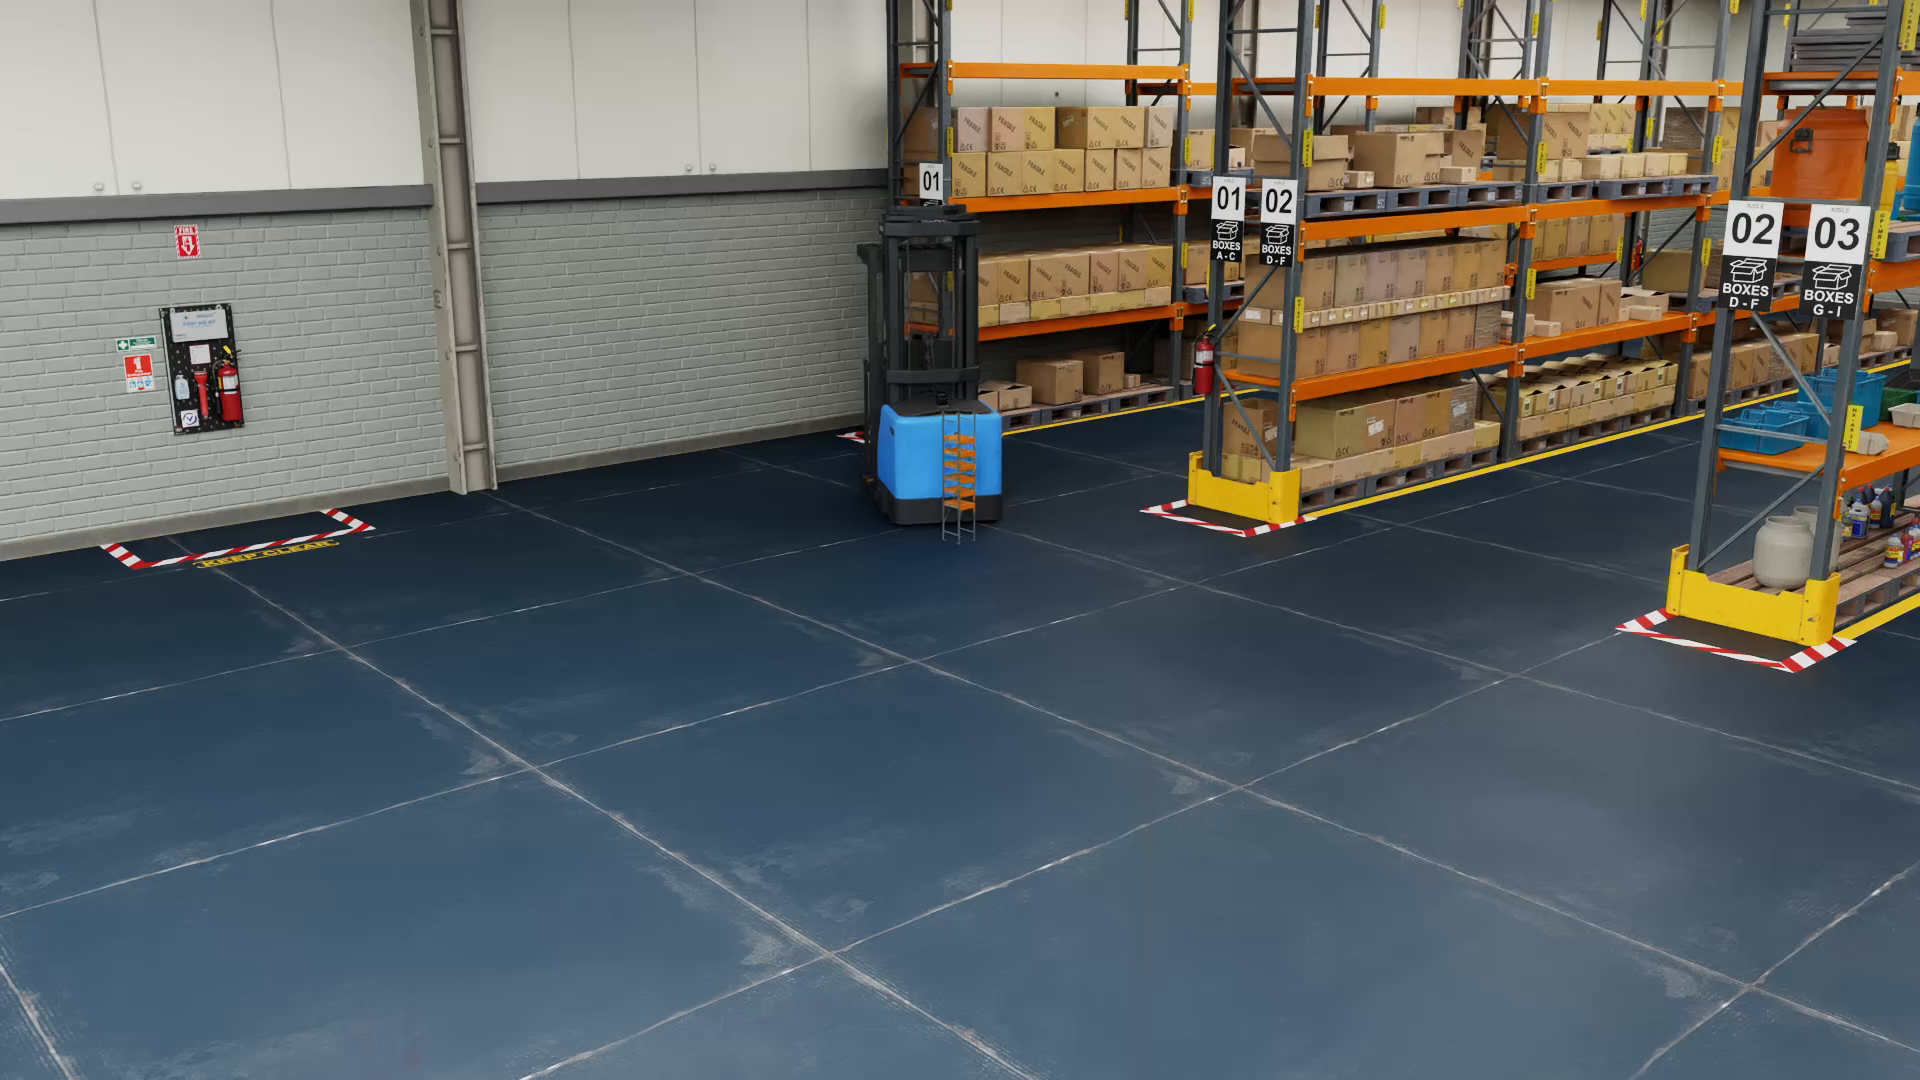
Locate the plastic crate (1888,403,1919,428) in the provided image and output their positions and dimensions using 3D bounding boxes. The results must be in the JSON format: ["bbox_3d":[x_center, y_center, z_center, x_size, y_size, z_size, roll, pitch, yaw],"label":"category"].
[{"bbox_3d":[7.991,-1.002,13.698,0.437,0.136,0.530,-13,19,-39],"label":"plastic crate"}]

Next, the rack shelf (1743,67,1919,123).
[{"bbox_3d":[7.541,-3.472,12.980,4.000,0.370,1.077,-13,19,-39],"label":"rack shelf"}]

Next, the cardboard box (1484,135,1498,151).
[{"bbox_3d":[8.944,-6.527,27.343,0.500,0.250,0.500,-12,19,-39],"label":"cardboard box"}]

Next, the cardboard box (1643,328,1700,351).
[{"bbox_3d":[9.410,-2.678,22.000,0.500,0.250,0.500,-12,19,-37],"label":"cardboard box"}]

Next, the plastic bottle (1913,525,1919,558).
[{"bbox_3d":[7.939,0.008,13.841,0.097,0.271,0.097,0,15,0],"label":"plastic bottle"}]

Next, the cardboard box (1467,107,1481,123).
[{"bbox_3d":[7.832,-6.686,26.157,0.500,0.250,0.500,-11,18,-35],"label":"cardboard box"}]

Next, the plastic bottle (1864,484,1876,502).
[{"bbox_3d":[8.169,-0.330,14.954,0.185,0.351,0.144,-12,19,-38],"label":"plastic bottle"}]

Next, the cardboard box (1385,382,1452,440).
[{"bbox_3d":[4.835,-1.366,17.613,0.500,0.500,0.500,-13,19,-39],"label":"cardboard box"}]

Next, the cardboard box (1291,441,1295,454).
[{"bbox_3d":[3.363,-0.851,17.136,0.500,0.250,0.500,-13,19,-39],"label":"cardboard box"}]

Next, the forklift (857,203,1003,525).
[{"bbox_3d":[-0.414,-1.894,16.661,1.130,2.935,3.031,-3,15,-12],"label":"forklift"}]

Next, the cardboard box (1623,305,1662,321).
[{"bbox_3d":[8.322,-2.768,20.289,0.250,0.149,0.380,-13,19,-39],"label":"cardboard box"}]

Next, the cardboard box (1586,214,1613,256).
[{"bbox_3d":[10.679,-5.346,28.871,0.700,0.700,0.980,-13,20,-40],"label":"cardboard box"}]

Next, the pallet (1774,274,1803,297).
[{"bbox_3d":[11.162,-3.567,23.162,1.213,0.211,1.003,-13,19,-39],"label":"pallet"}]

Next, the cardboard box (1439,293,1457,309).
[{"bbox_3d":[4.968,-2.520,17.422,0.250,0.149,0.380,-13,20,-40],"label":"cardboard box"}]

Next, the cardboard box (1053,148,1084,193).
[{"bbox_3d":[1.153,-4.487,20.192,0.500,0.500,0.500,-11,19,-36],"label":"cardboard box"}]

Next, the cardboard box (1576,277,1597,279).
[{"bbox_3d":[10.967,-4.485,29.001,0.250,0.149,0.380,-12,19,-38],"label":"cardboard box"}]

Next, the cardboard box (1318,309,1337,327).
[{"bbox_3d":[3.418,-2.172,16.119,0.250,0.149,0.380,-13,20,-41],"label":"cardboard box"}]

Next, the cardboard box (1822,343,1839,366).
[{"bbox_3d":[12.295,-2.716,23.963,0.500,0.311,0.500,-13,19,-39],"label":"cardboard box"}]

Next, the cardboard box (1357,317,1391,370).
[{"bbox_3d":[3.916,-2.039,16.875,0.500,0.500,0.700,-12,19,-39],"label":"cardboard box"}]

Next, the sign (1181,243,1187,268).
[{"bbox_3d":[2.908,-3.696,21.597,0.005,0.325,0.100,-13,19,-39],"label":"sign"}]

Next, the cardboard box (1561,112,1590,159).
[{"bbox_3d":[6.707,-4.558,18.713,0.500,0.500,0.500,-10,18,-34],"label":"cardboard box"}]

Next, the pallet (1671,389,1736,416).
[{"bbox_3d":[9.407,-1.868,21.834,1.213,0.211,1.003,-13,19,-39],"label":"pallet"}]

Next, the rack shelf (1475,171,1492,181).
[{"bbox_3d":[7.073,-5.500,25.610,4.000,0.370,1.077,-13,19,-39],"label":"rack shelf"}]

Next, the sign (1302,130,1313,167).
[{"bbox_3d":[3.143,-3.541,15.036,0.005,0.325,0.100,-13,19,-39],"label":"sign"}]

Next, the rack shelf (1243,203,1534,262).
[{"bbox_3d":[4.292,-3.181,16.928,4.000,0.370,1.077,-13,19,-39],"label":"rack shelf"}]

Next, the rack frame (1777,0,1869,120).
[{"bbox_3d":[11.836,-6.672,22.791,0.127,3.000,1.000,-13,19,-39],"label":"rack frame"}]

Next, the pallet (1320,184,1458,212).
[{"bbox_3d":[4.255,-3.470,16.786,1.213,0.211,1.003,-13,19,-39],"label":"pallet"}]

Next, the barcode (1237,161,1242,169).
[{"bbox_3d":[2.695,-3.615,16.035,0.075,0.075,0.001,-13,19,-39],"label":"barcode"}]

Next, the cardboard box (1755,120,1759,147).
[{"bbox_3d":[9.921,-5.322,21.418,0.500,0.500,0.500,-13,19,-39],"label":"cardboard box"}]

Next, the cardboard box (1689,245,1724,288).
[{"bbox_3d":[10.035,-3.594,21.883,0.500,0.500,0.700,-9,17,-29],"label":"cardboard box"}]

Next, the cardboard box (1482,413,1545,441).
[{"bbox_3d":[6.268,-1.313,18.867,0.500,0.250,0.500,-13,20,-41],"label":"cardboard box"}]

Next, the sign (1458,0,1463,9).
[{"bbox_3d":[5.436,-5.910,17.974,0.005,0.325,0.100,-13,19,-39],"label":"sign"}]

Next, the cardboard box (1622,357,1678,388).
[{"bbox_3d":[8.585,-2.105,20.745,0.500,0.311,0.500,-12,19,-38],"label":"cardboard box"}]

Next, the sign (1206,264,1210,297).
[{"bbox_3d":[2.438,-2.523,16.179,0.005,0.325,0.100,-13,19,-39],"label":"sign"}]

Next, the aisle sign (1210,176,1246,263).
[{"bbox_3d":[2.541,-3.043,15.791,0.004,0.787,0.394,-13,19,-39],"label":"aisle sign"}]

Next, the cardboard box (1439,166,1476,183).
[{"bbox_3d":[5.071,-3.759,17.100,0.250,0.149,0.380,-13,19,-39],"label":"cardboard box"}]

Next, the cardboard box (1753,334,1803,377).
[{"bbox_3d":[11.274,-2.557,23.001,0.500,0.500,0.500,-13,19,-39],"label":"cardboard box"}]

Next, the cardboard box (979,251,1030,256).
[{"bbox_3d":[0.518,-3.297,20.579,0.500,0.500,0.500,-13,20,-41],"label":"cardboard box"}]

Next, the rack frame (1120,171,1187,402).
[{"bbox_3d":[2.546,-3.382,22.099,0.127,3.000,1.000,-13,19,-39],"label":"rack frame"}]

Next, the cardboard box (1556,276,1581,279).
[{"bbox_3d":[10.718,-4.560,29.281,0.250,0.149,0.380,-13,19,-39],"label":"cardboard box"}]

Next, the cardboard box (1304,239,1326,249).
[{"bbox_3d":[4.812,-4.139,23.887,0.700,0.500,0.500,14,20,42],"label":"cardboard box"}]

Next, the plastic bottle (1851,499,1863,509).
[{"bbox_3d":[7.940,-0.228,14.724,0.097,0.271,0.097,0,15,0],"label":"plastic bottle"}]

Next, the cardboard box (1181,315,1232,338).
[{"bbox_3d":[3.421,-2.952,23.029,0.500,0.250,0.500,-13,20,-41],"label":"cardboard box"}]

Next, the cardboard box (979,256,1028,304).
[{"bbox_3d":[0.466,-3.108,19.872,0.500,0.500,0.500,-13,19,-39],"label":"cardboard box"}]

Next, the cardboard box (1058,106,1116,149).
[{"bbox_3d":[1.553,-5.049,20.358,0.500,0.500,0.500,-14,20,-41],"label":"cardboard box"}]

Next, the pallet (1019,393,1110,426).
[{"bbox_3d":[1.142,-1.706,21.229,1.213,0.211,1.003,-13,19,-39],"label":"pallet"}]

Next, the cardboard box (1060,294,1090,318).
[{"bbox_3d":[1.259,-2.924,20.635,0.500,0.250,0.500,-12,19,-39],"label":"cardboard box"}]

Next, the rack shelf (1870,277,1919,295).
[{"bbox_3d":[13.345,-3.765,24.926,4.000,0.370,1.077,-13,19,-39],"label":"rack shelf"}]

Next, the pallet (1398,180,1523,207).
[{"bbox_3d":[5.175,-3.675,17.556,1.213,0.211,1.003,-13,19,-39],"label":"pallet"}]

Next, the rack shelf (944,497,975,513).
[{"bbox_3d":[-0.011,-0.302,15.159,0.180,0.103,0.258,-13,19,-39],"label":"rack shelf"}]

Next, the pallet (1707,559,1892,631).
[{"bbox_3d":[6.675,0.413,13.295,1.213,0.211,1.003,-13,19,-39],"label":"pallet"}]

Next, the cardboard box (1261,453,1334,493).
[{"bbox_3d":[3.334,-0.663,16.433,0.500,0.250,0.500,-13,19,-39],"label":"cardboard box"}]

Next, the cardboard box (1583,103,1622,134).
[{"bbox_3d":[10.841,-7.145,28.205,0.500,0.500,0.500,-12,19,-38],"label":"cardboard box"}]

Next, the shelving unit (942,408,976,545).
[{"bbox_3d":[-0.011,-0.577,15.086,0.189,1.200,0.258,-13,19,-39],"label":"shelving unit"}]

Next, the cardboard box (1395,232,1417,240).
[{"bbox_3d":[6.500,-4.381,25.029,0.500,0.500,0.500,-12,19,-38],"label":"cardboard box"}]

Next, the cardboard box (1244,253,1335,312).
[{"bbox_3d":[3.184,-2.501,16.094,0.500,0.500,0.700,-13,19,-39],"label":"cardboard box"}]

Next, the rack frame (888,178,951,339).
[{"bbox_3d":[-0.471,-2.704,19.562,0.127,3.000,1.000,-13,19,-39],"label":"rack frame"}]
